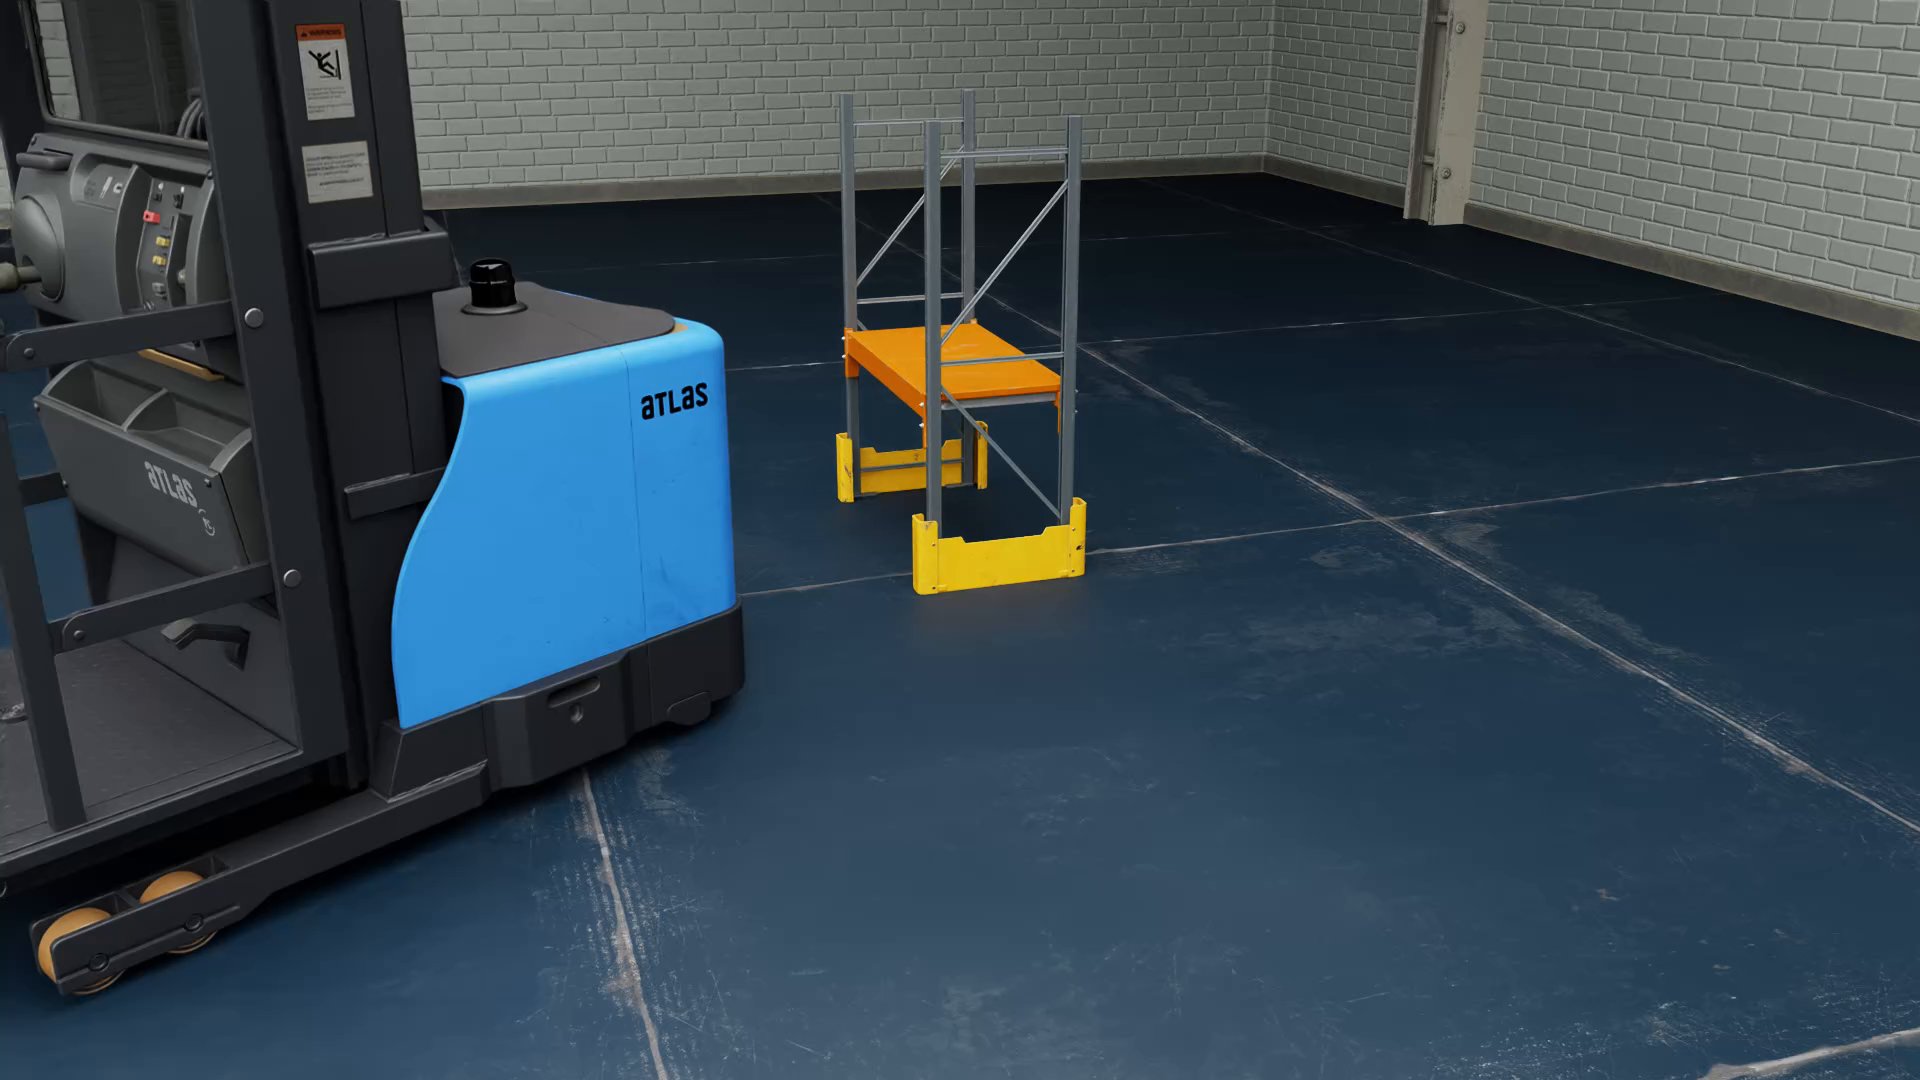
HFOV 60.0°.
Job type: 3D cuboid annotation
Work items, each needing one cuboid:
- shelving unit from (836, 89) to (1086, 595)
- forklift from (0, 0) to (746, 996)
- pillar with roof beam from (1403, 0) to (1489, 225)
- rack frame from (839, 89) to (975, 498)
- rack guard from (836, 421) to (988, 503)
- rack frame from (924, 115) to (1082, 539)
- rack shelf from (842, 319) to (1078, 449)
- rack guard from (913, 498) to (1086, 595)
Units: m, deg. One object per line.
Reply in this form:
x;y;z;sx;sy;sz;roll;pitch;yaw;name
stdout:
-0.024;-0.730;5.731;0.587;1.500;1.083;-6;21;-17;shelving unit
-1.952;-0.656;3.406;1.130;2.935;3.031;17;26;39;forklift
-0.457;-6.223;9.929;9.100;9.000;0.400;-6;21;-17;pillar with roof beam
-0.187;-0.896;6.193;0.500;1.500;0.032;-6;21;-17;rack frame
-0.180;-0.302;6.387;0.587;0.250;0.087;-6;21;-17;rack guard
0.133;-0.570;5.285;0.500;1.500;0.032;-6;21;-17;rack frame
-0.027;-0.564;5.800;0.538;0.185;1.000;-6;21;-17;rack shelf
0.133;0.018;5.497;0.587;0.250;0.087;-6;21;-17;rack guard
